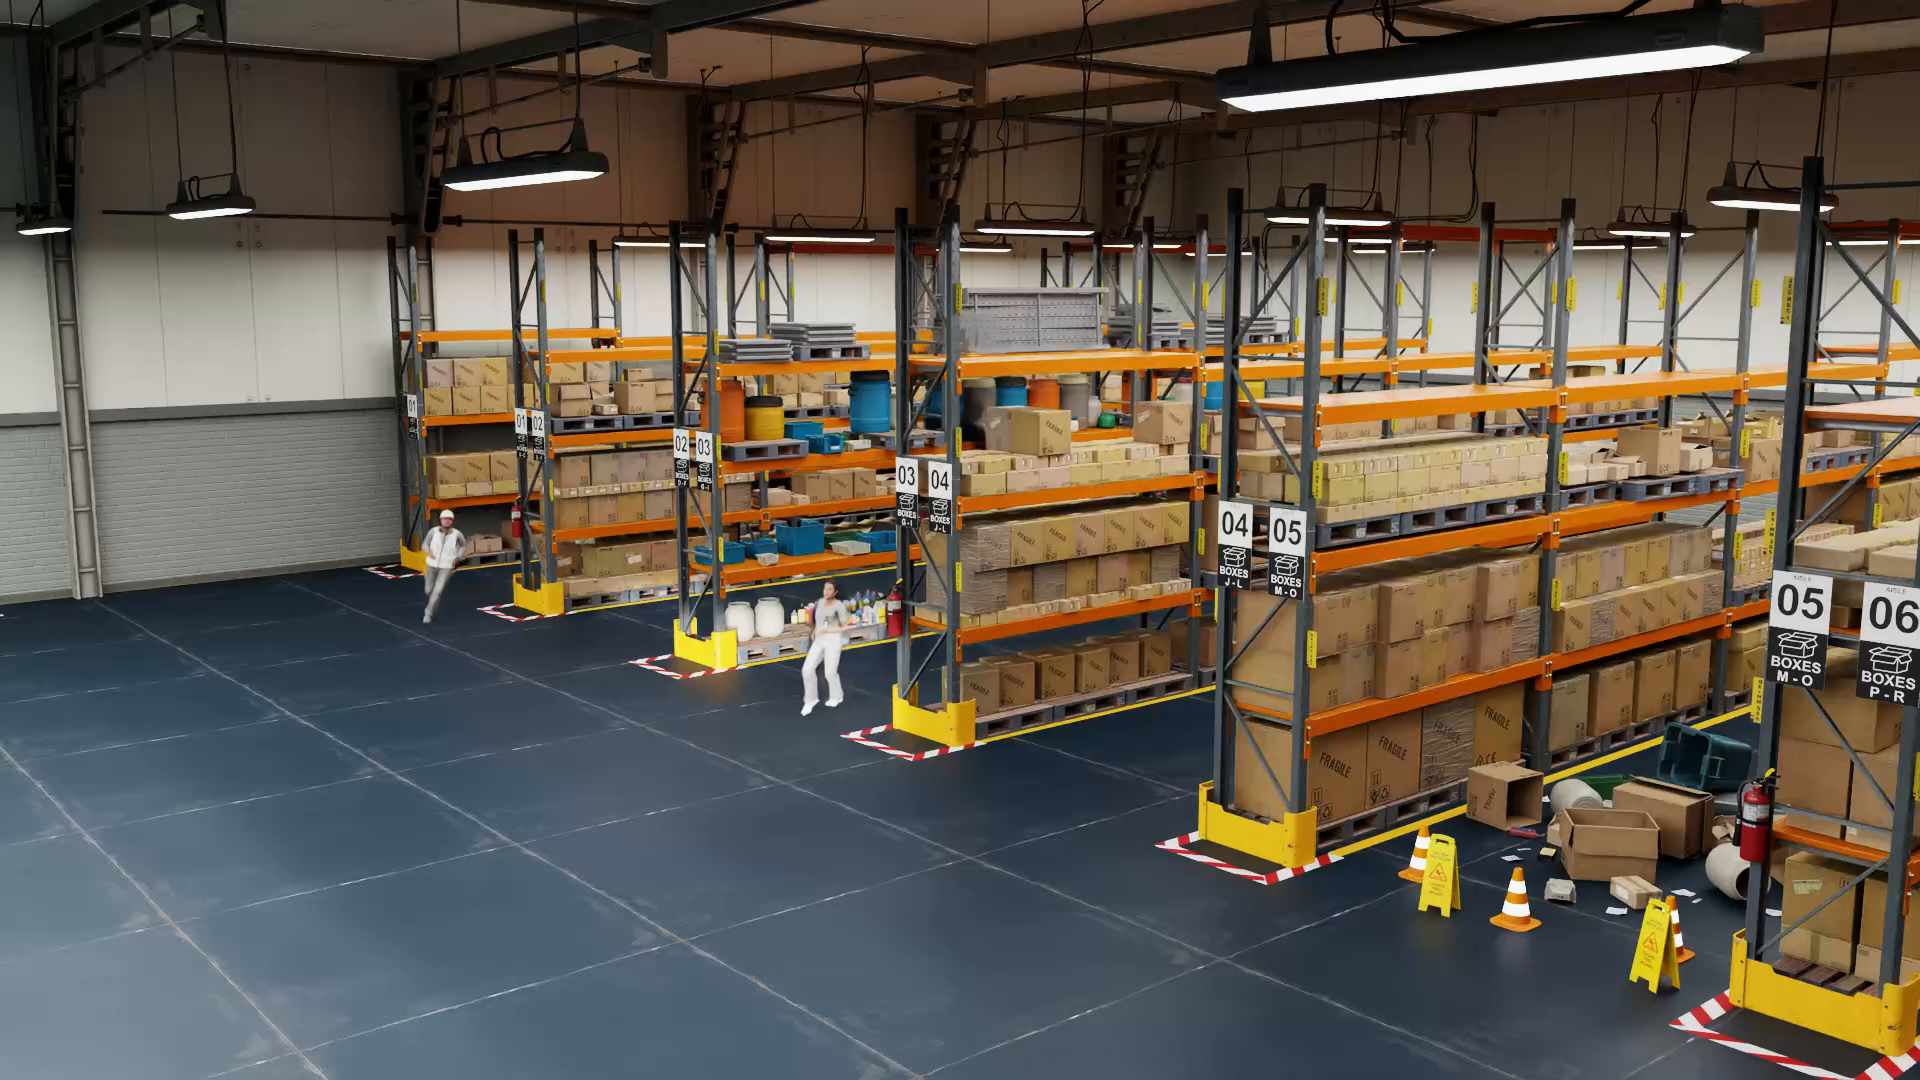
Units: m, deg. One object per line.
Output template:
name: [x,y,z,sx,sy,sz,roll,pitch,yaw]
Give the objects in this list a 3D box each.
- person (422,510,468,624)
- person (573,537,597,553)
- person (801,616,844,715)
person: [-7.980,0.380,25.754,0.693,1.723,0.858,-1,9,-5]
person: [-6.600,-0.247,29.585,0.653,1.644,0.544,7,11,37]
person: [-1.625,1.496,20.193,0.432,1.260,0.666,5,10,27]
